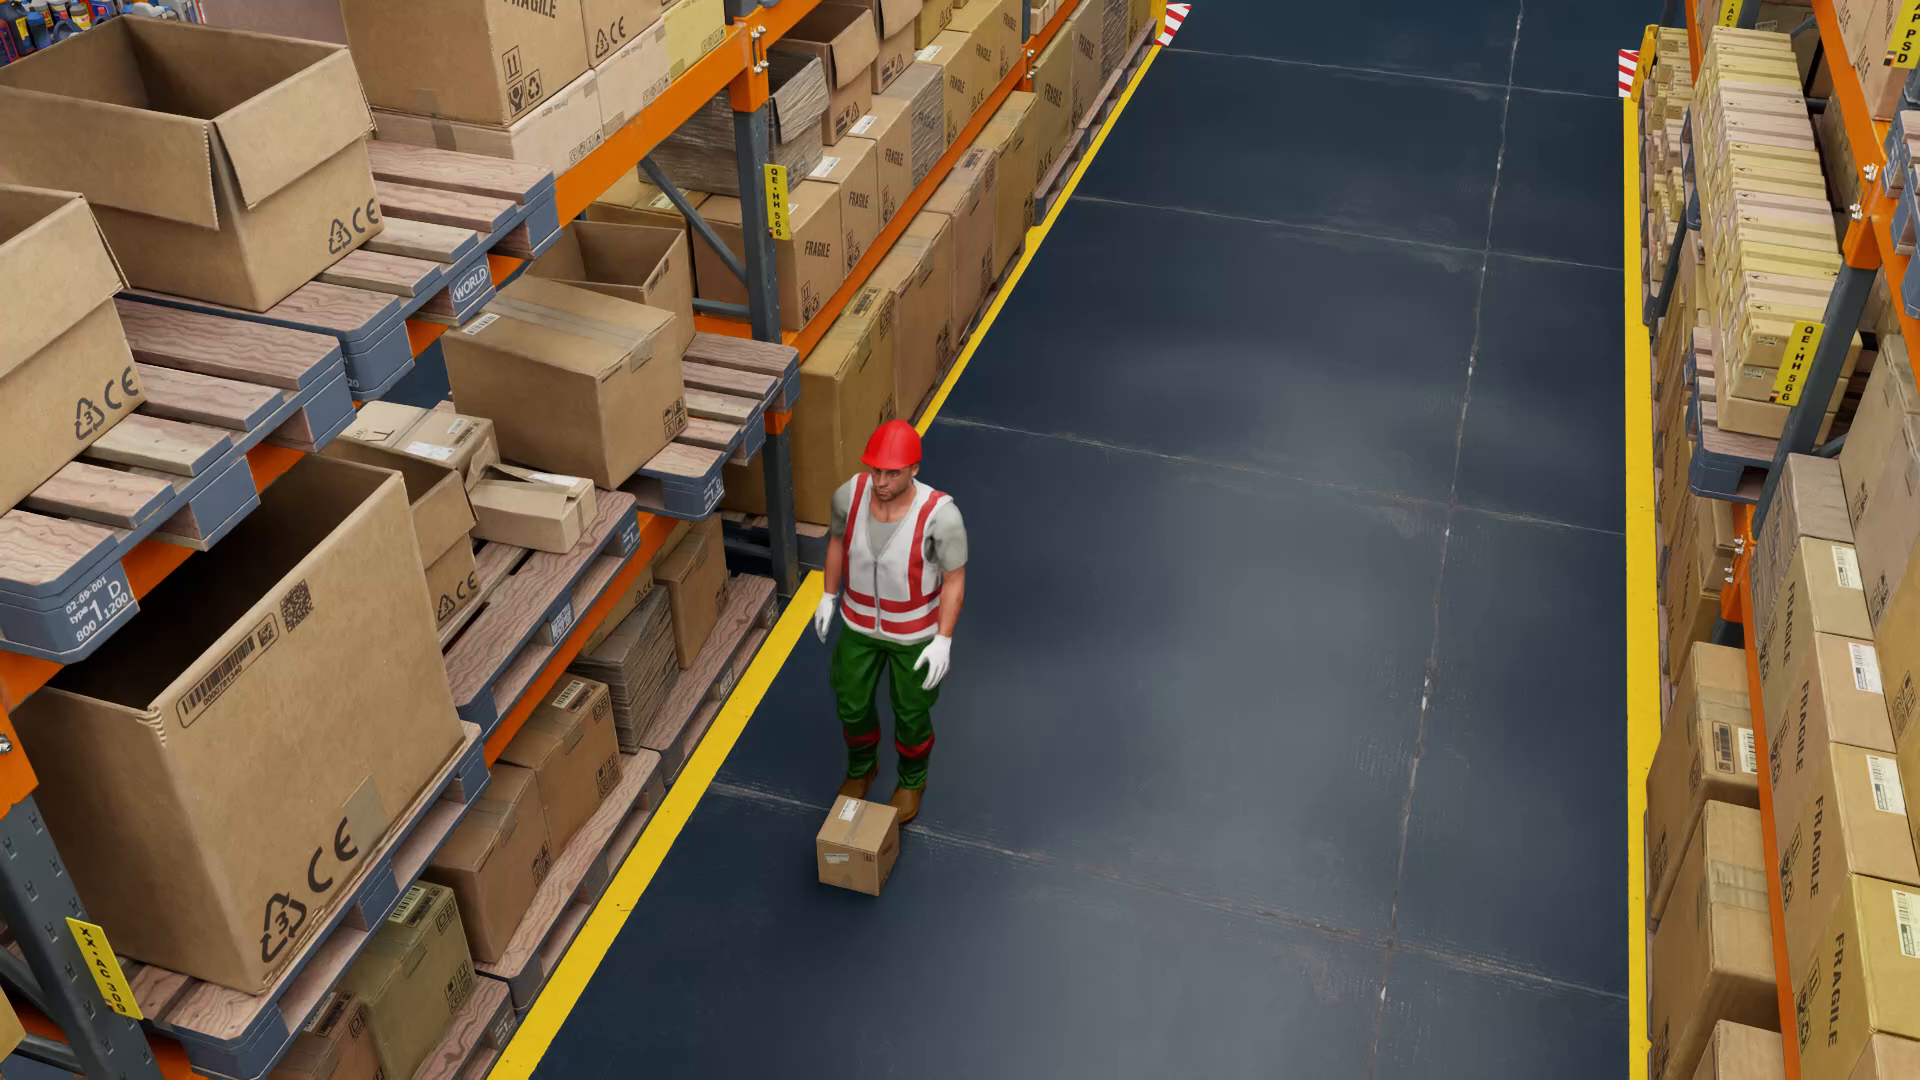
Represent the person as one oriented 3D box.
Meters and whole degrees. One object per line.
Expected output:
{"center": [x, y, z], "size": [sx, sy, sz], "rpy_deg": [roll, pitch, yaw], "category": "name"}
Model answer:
{"center": [-0.288, 0.364, 6.446], "size": [0.616, 1.860, 0.422], "rpy_deg": [11, 38, 14], "category": "person"}
